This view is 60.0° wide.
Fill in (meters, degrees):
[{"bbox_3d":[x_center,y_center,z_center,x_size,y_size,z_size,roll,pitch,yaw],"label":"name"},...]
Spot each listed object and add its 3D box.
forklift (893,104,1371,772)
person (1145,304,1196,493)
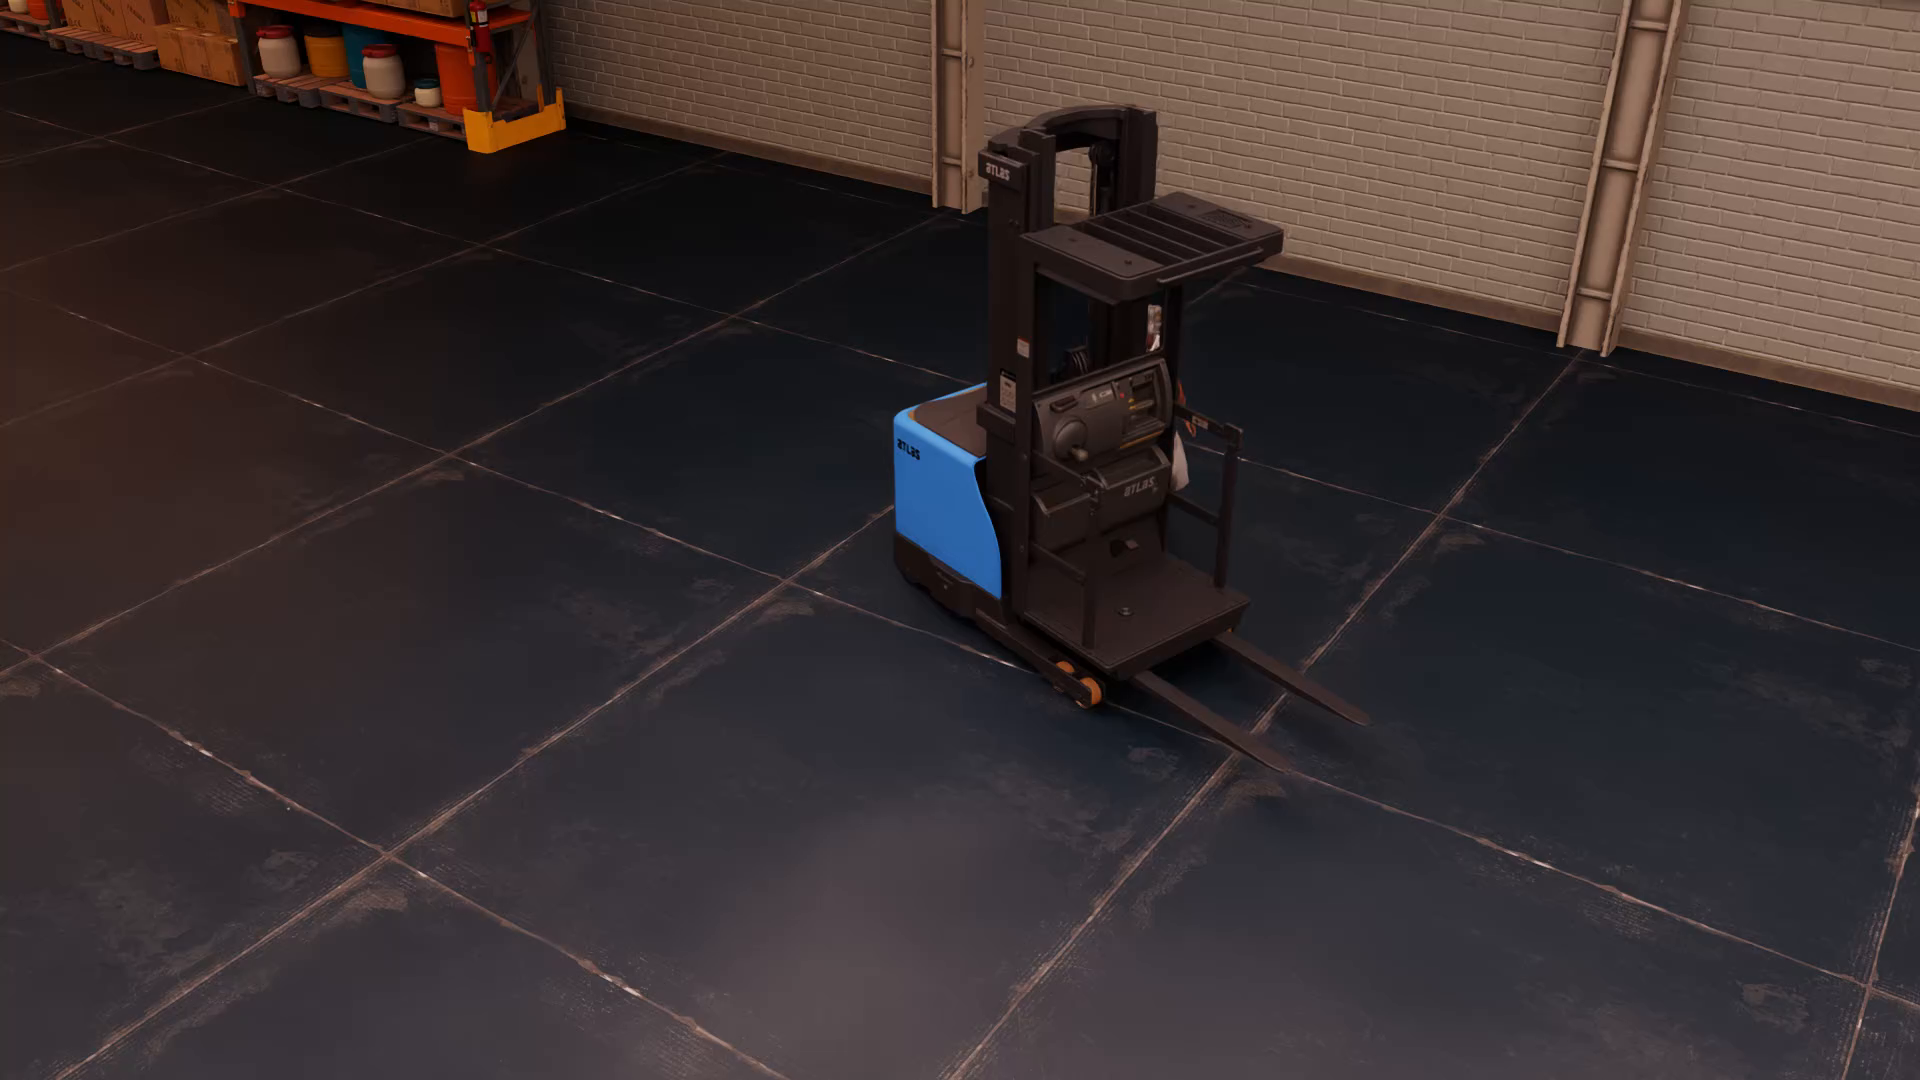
[{"bbox_3d":[0.901,-0.646,8.693,1.130,2.935,3.031,-22,36,-32],"label":"forklift"},{"bbox_3d":[1.160,-0.655,10.010,0.713,1.507,0.697,-18,35,-28],"label":"person"}]
